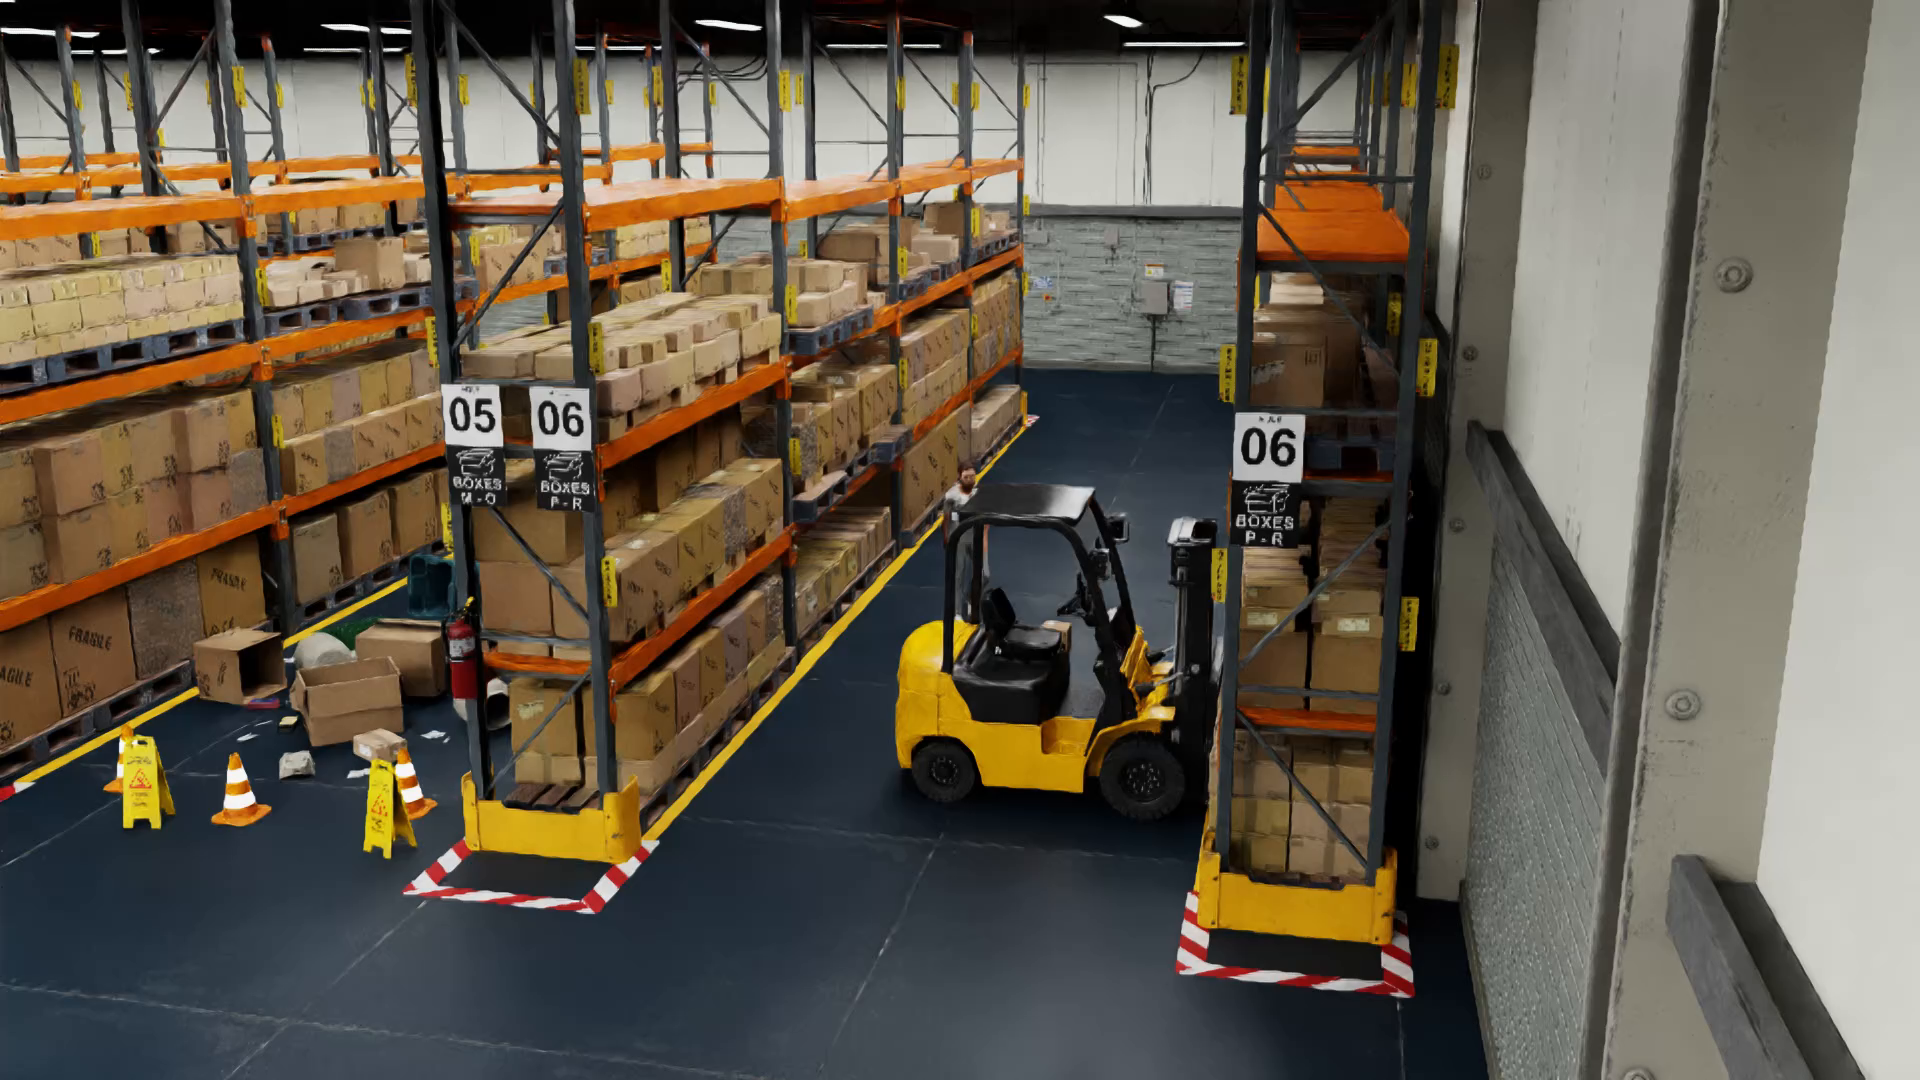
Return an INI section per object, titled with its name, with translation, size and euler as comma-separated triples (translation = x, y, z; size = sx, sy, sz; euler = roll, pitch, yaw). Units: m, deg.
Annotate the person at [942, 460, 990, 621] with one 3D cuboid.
[person]
translation = 0.048, 0.008, 15.994
size = 0.457, 1.649, 0.557
euler = -3, 15, -11
